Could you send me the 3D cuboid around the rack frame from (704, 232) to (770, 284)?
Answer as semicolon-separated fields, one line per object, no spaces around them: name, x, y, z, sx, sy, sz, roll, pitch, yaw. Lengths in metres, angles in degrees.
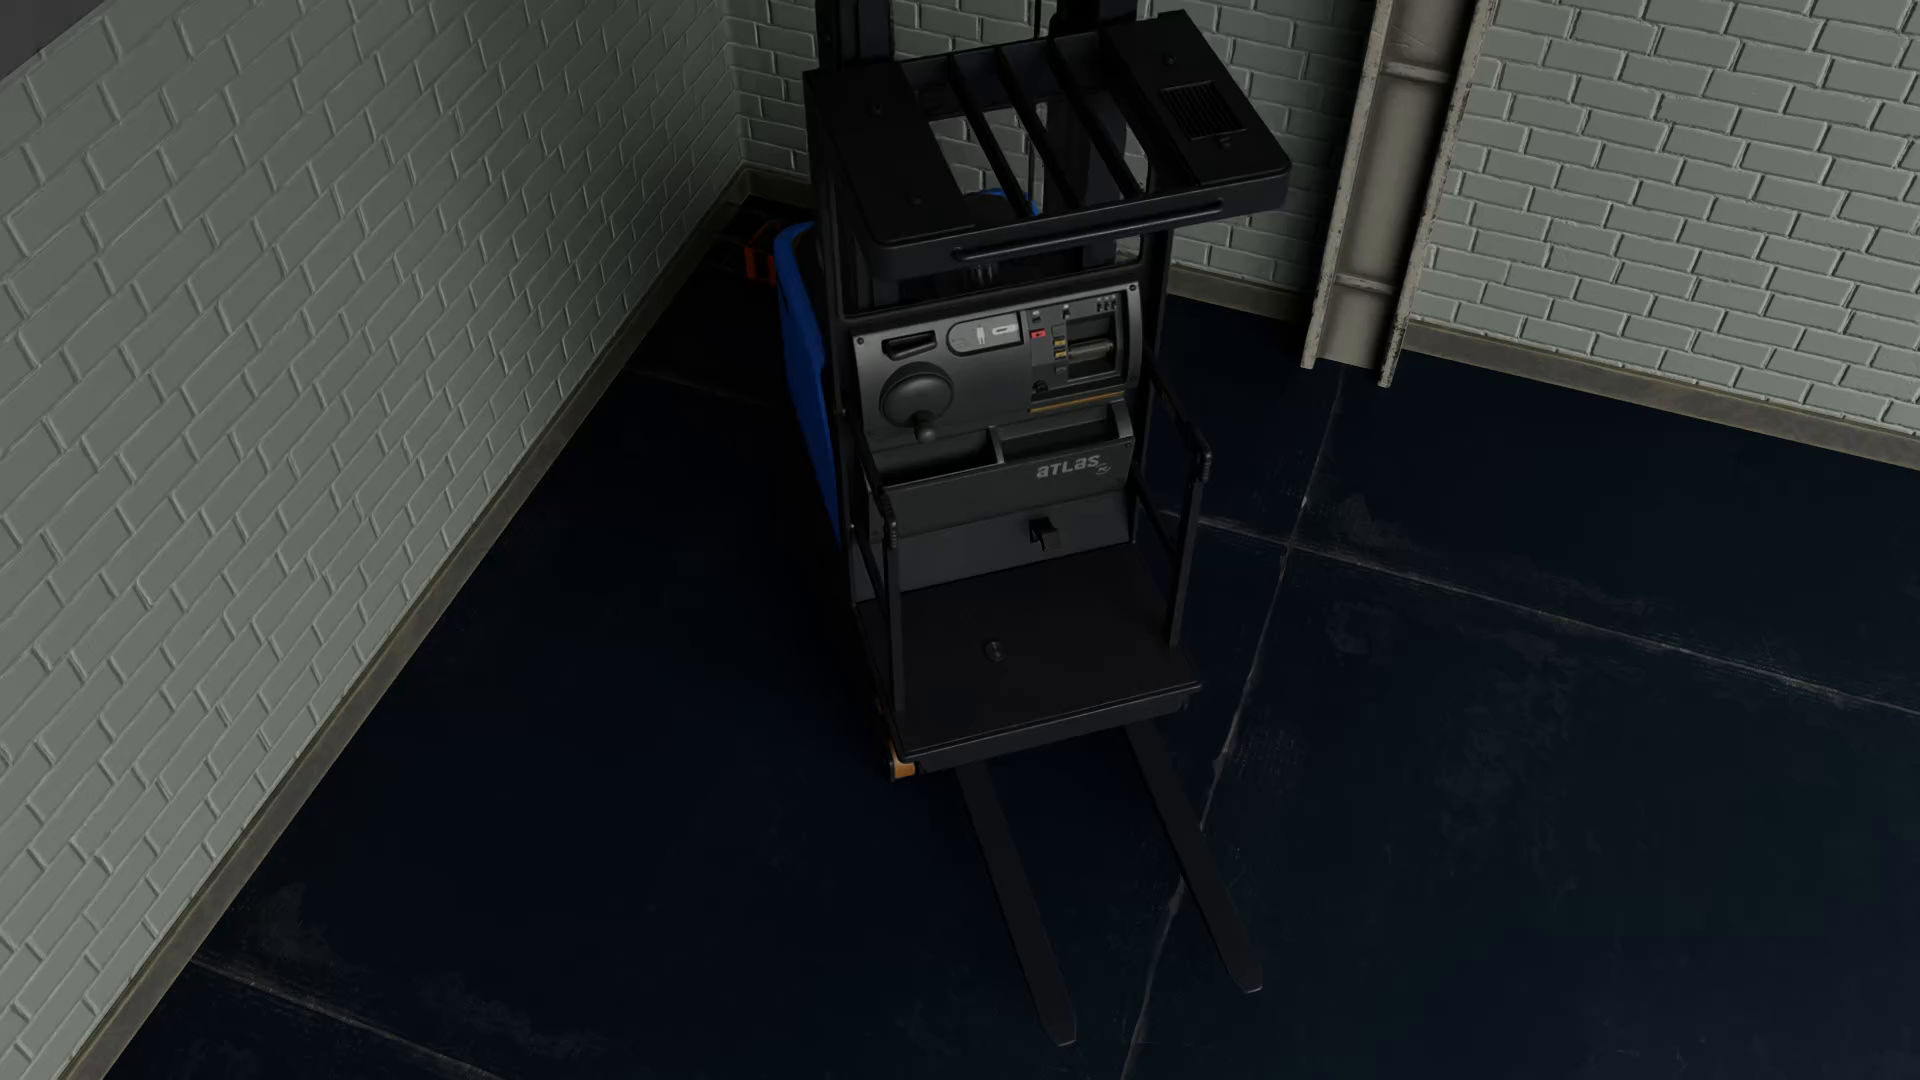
rack frame;-0.603;-1.172;7.624;1.200;0.006;0.240;21;52;17

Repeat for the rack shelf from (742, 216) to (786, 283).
rack shelf;-0.885;-1.338;7.649;0.103;0.180;0.258;21;52;17

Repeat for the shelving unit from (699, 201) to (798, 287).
shelving unit;-0.603;-1.232;7.555;1.200;0.189;0.258;21;52;17

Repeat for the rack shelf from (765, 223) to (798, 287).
rack shelf;-0.778;-1.298;7.613;0.103;0.180;0.258;21;52;17

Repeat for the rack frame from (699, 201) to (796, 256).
rack frame;-0.604;-1.292;7.486;1.200;0.006;0.240;21;52;17

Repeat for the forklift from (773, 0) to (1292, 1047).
forklift;0.188;-0.459;5.075;1.130;2.935;3.031;-12;50;-11

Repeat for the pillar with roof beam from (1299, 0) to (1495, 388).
pillar with roof beam;0.230;-0.713;1.279;0.400;9.000;9.100;16;51;13
